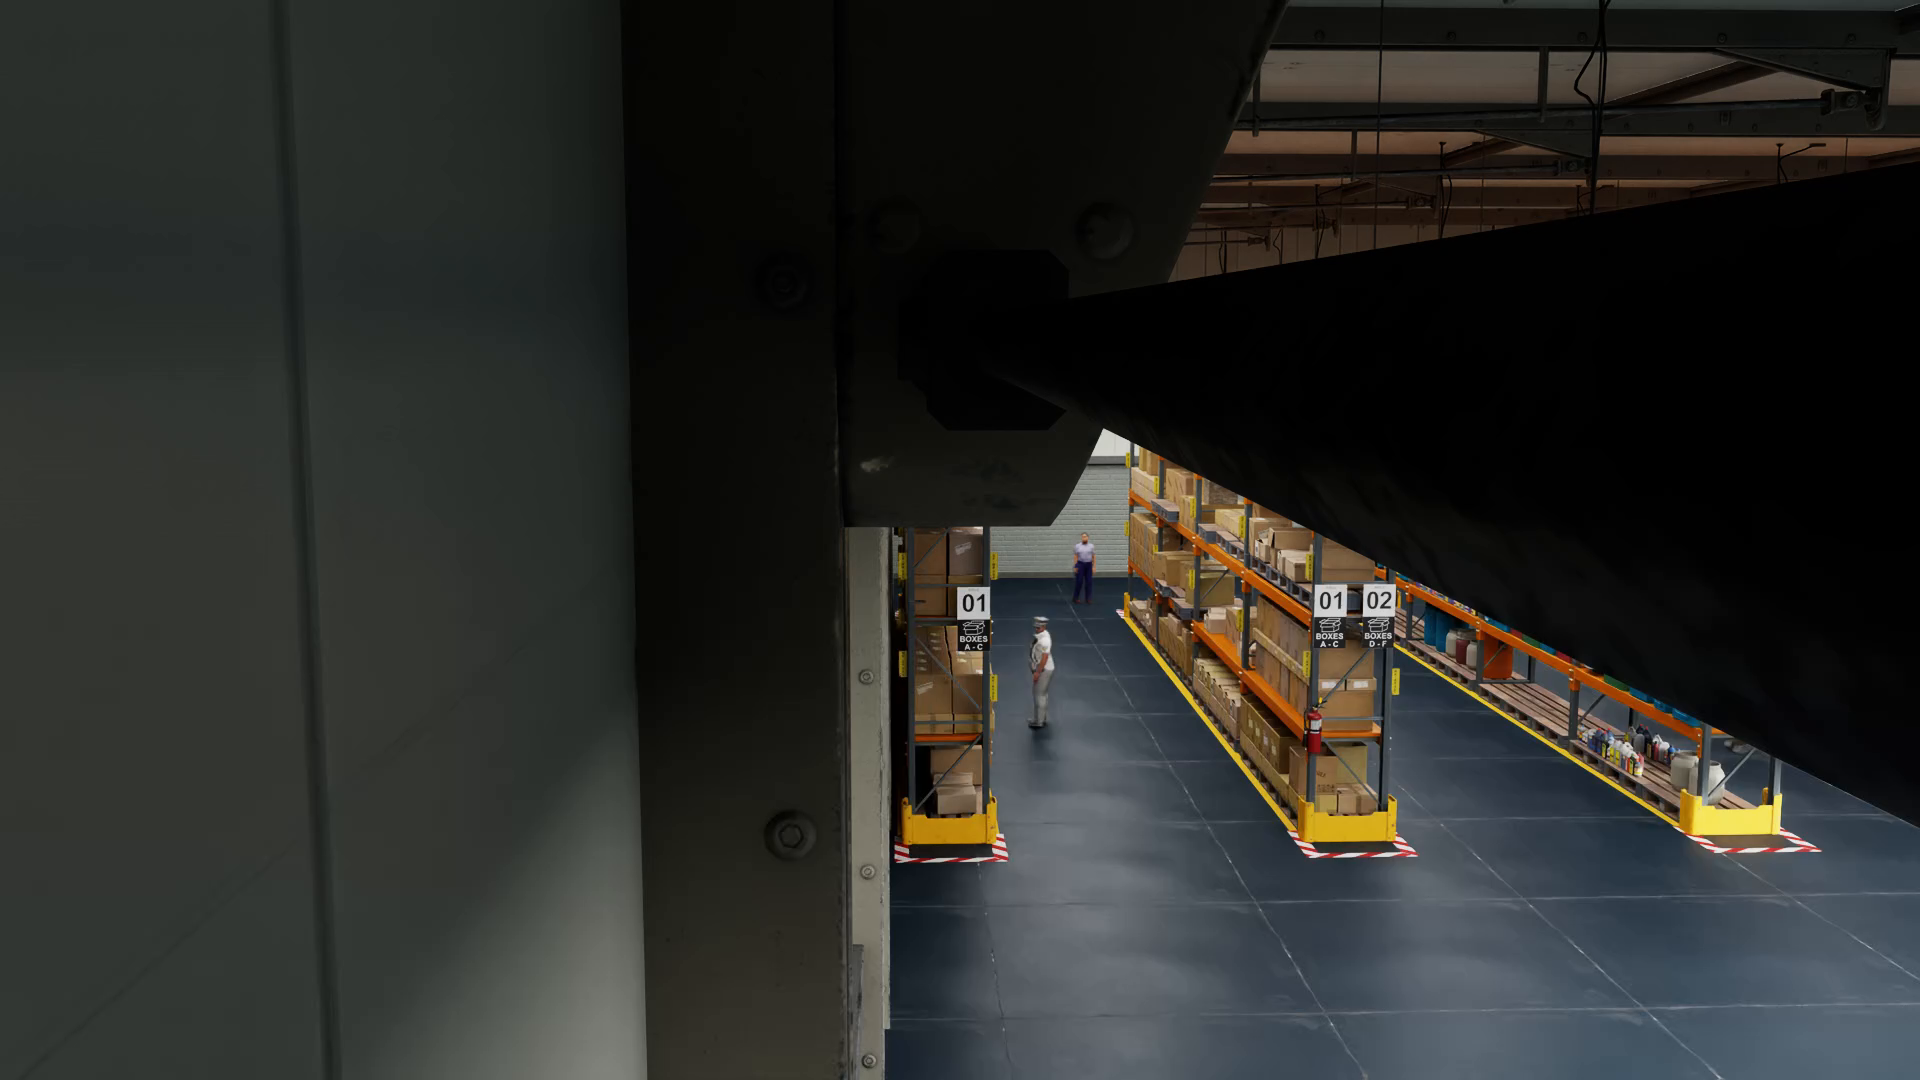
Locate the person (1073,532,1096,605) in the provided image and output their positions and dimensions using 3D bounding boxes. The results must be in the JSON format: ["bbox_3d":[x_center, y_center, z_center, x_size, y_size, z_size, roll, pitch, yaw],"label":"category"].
[{"bbox_3d":[2.856,0.653,38.117,0.495,1.643,0.461,-4,8,-25],"label":"person"}]

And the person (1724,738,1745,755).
[{"bbox_3d":[11.628,2.273,24.935,0.601,1.806,0.606,-7,10,-43],"label":"person"}]

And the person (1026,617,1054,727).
[{"bbox_3d":[1.272,2.086,26.369,0.427,1.764,0.559,0,7,1],"label":"person"}]
